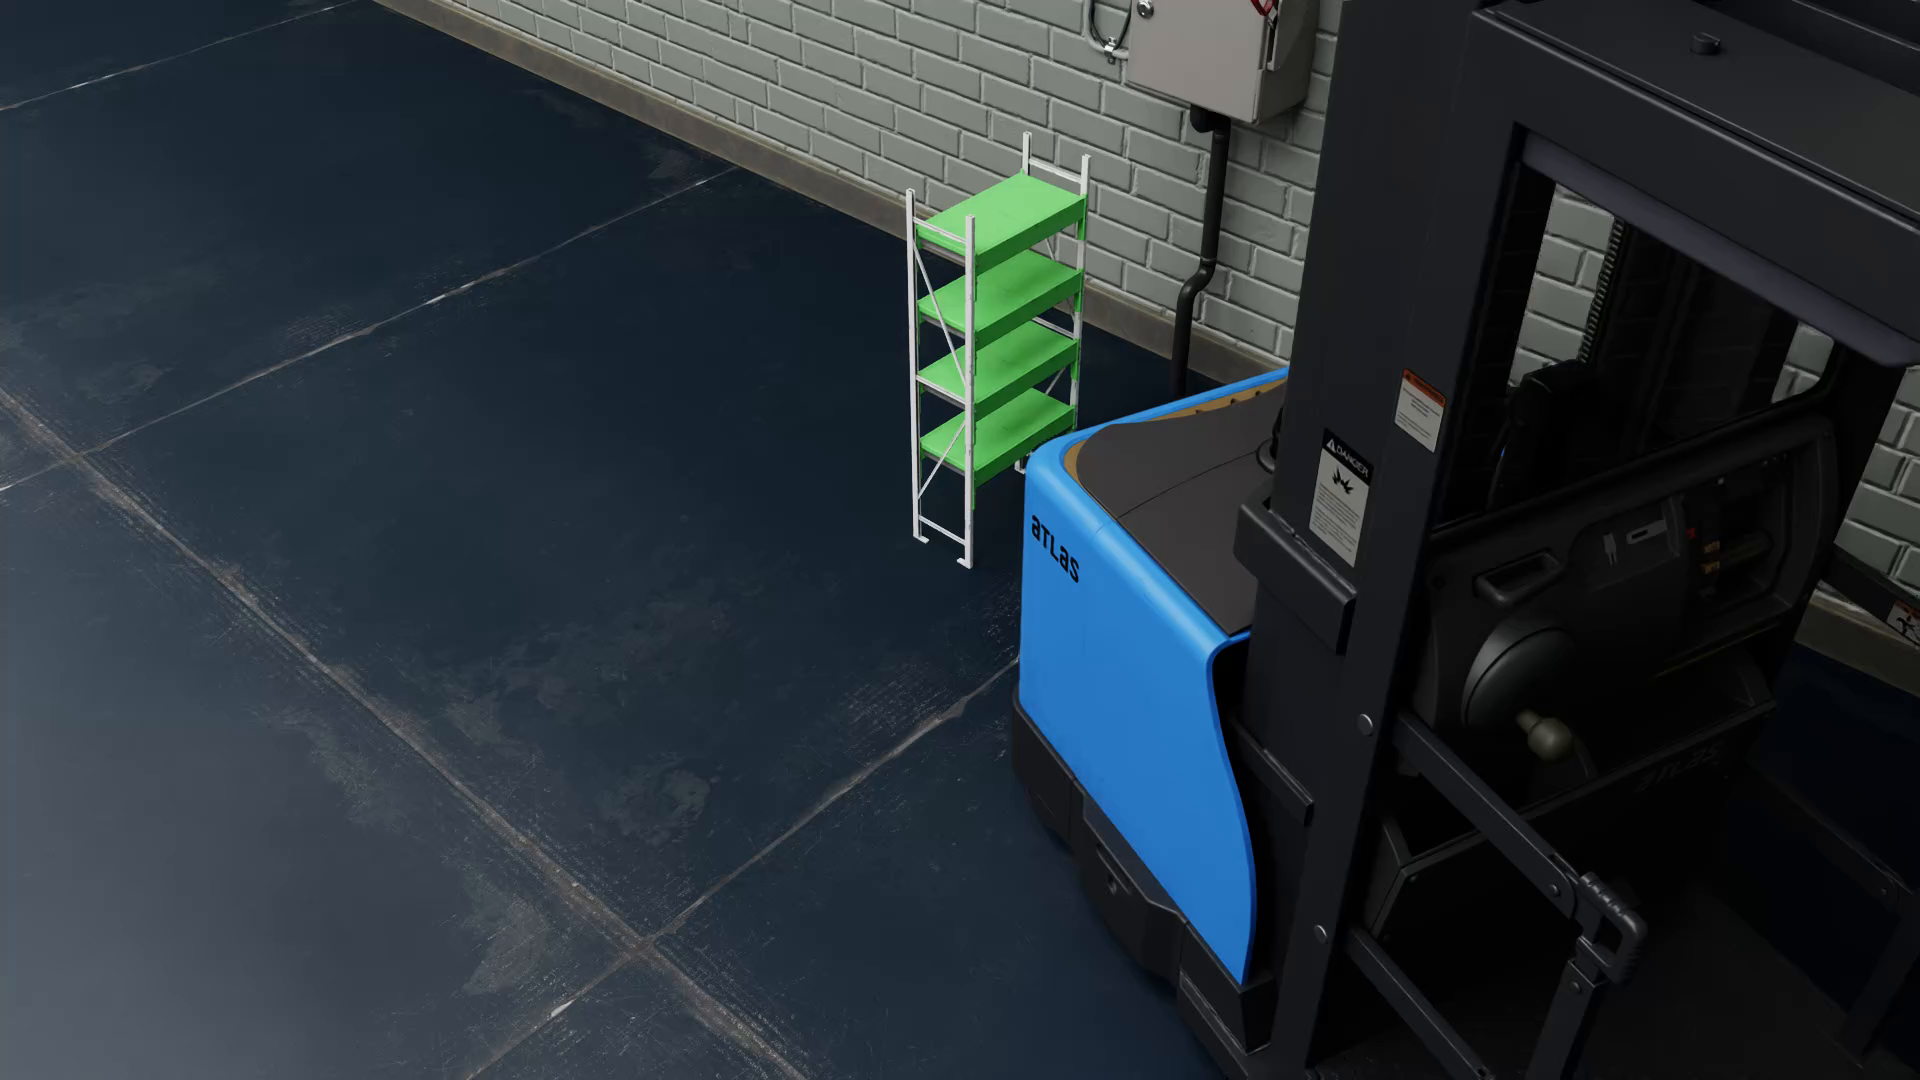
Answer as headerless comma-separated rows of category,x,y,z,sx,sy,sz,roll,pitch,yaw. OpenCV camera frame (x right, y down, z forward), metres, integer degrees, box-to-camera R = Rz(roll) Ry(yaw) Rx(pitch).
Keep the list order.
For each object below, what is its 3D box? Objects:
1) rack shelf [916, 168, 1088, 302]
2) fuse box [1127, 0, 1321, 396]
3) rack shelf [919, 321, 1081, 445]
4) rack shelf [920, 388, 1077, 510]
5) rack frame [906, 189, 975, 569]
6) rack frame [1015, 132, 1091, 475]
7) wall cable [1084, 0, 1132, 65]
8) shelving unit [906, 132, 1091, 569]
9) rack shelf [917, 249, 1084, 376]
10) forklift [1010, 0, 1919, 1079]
rack shelf,0.112,-0.871,4.713,0.258,0.148,0.480,30,47,32
fuse box,0.773,-1.174,5.351,0.539,1.711,0.414,30,47,32
rack shelf,0.112,-0.496,5.012,0.258,0.148,0.480,30,47,32
rack shelf,0.112,-0.308,5.161,0.258,0.148,0.480,30,47,32
rack frame,-0.053,-0.434,4.831,0.240,1.200,0.015,30,47,32
rack frame,0.276,-0.658,5.113,0.240,1.200,0.015,30,47,32
wall cable,0.375,-2.435,5.085,0.588,1.984,0.122,30,47,32
shelving unit,0.112,-0.546,4.972,0.258,1.200,0.503,30,47,32
rack shelf,0.112,-0.684,4.863,0.258,0.148,0.480,30,47,32
forklift,1.263,0.152,2.704,1.130,2.935,3.031,-18,42,-21
